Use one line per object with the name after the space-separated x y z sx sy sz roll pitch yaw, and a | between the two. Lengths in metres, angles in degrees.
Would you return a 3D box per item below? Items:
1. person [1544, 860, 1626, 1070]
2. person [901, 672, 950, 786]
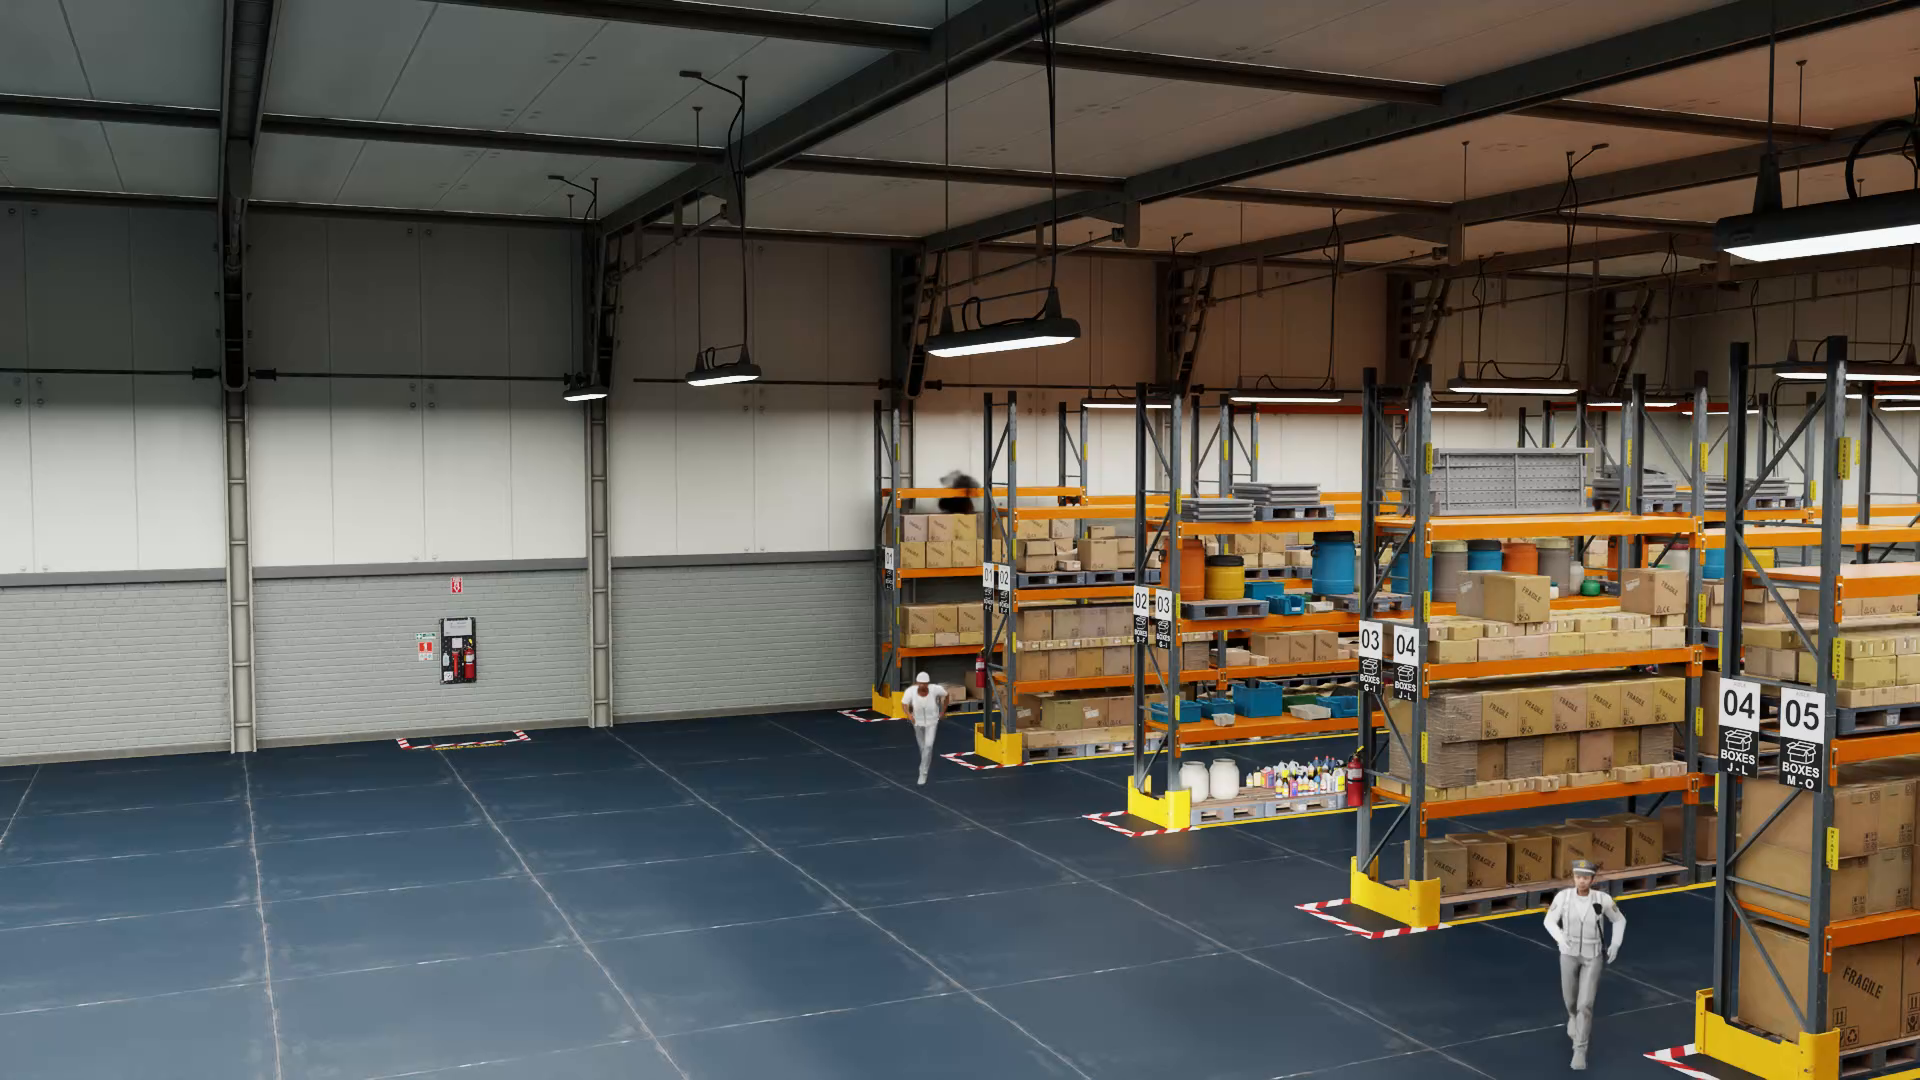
5.260 3.514 14.021 0.638 1.713 0.781 2 4 27 | person
-0.526 2.839 25.574 0.740 1.721 1.036 0 3 1 | person
